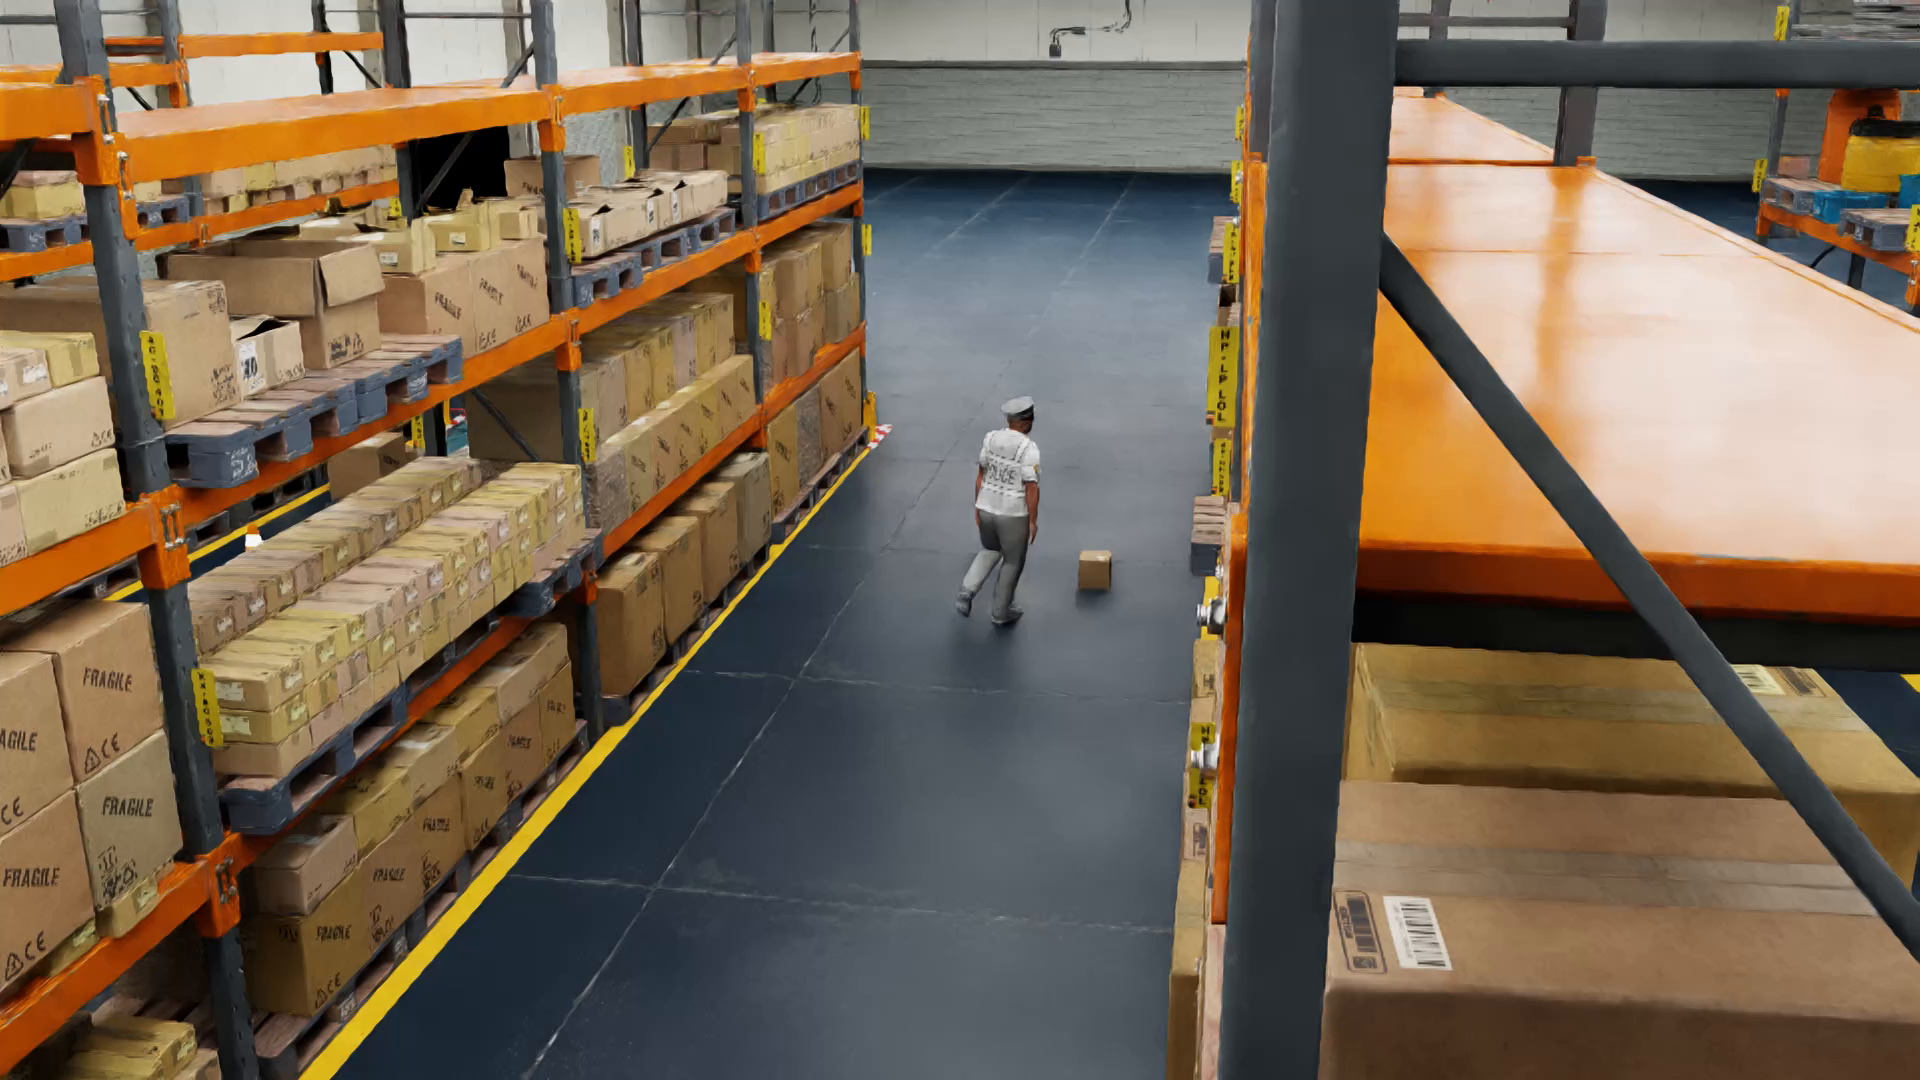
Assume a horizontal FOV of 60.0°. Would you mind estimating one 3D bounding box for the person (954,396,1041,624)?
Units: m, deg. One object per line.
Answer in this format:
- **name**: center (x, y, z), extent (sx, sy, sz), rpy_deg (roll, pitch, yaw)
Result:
- **person**: center (0.303, -0.196, 12.566), extent (0.597, 1.755, 0.579), rpy_deg (16, 24, 40)
